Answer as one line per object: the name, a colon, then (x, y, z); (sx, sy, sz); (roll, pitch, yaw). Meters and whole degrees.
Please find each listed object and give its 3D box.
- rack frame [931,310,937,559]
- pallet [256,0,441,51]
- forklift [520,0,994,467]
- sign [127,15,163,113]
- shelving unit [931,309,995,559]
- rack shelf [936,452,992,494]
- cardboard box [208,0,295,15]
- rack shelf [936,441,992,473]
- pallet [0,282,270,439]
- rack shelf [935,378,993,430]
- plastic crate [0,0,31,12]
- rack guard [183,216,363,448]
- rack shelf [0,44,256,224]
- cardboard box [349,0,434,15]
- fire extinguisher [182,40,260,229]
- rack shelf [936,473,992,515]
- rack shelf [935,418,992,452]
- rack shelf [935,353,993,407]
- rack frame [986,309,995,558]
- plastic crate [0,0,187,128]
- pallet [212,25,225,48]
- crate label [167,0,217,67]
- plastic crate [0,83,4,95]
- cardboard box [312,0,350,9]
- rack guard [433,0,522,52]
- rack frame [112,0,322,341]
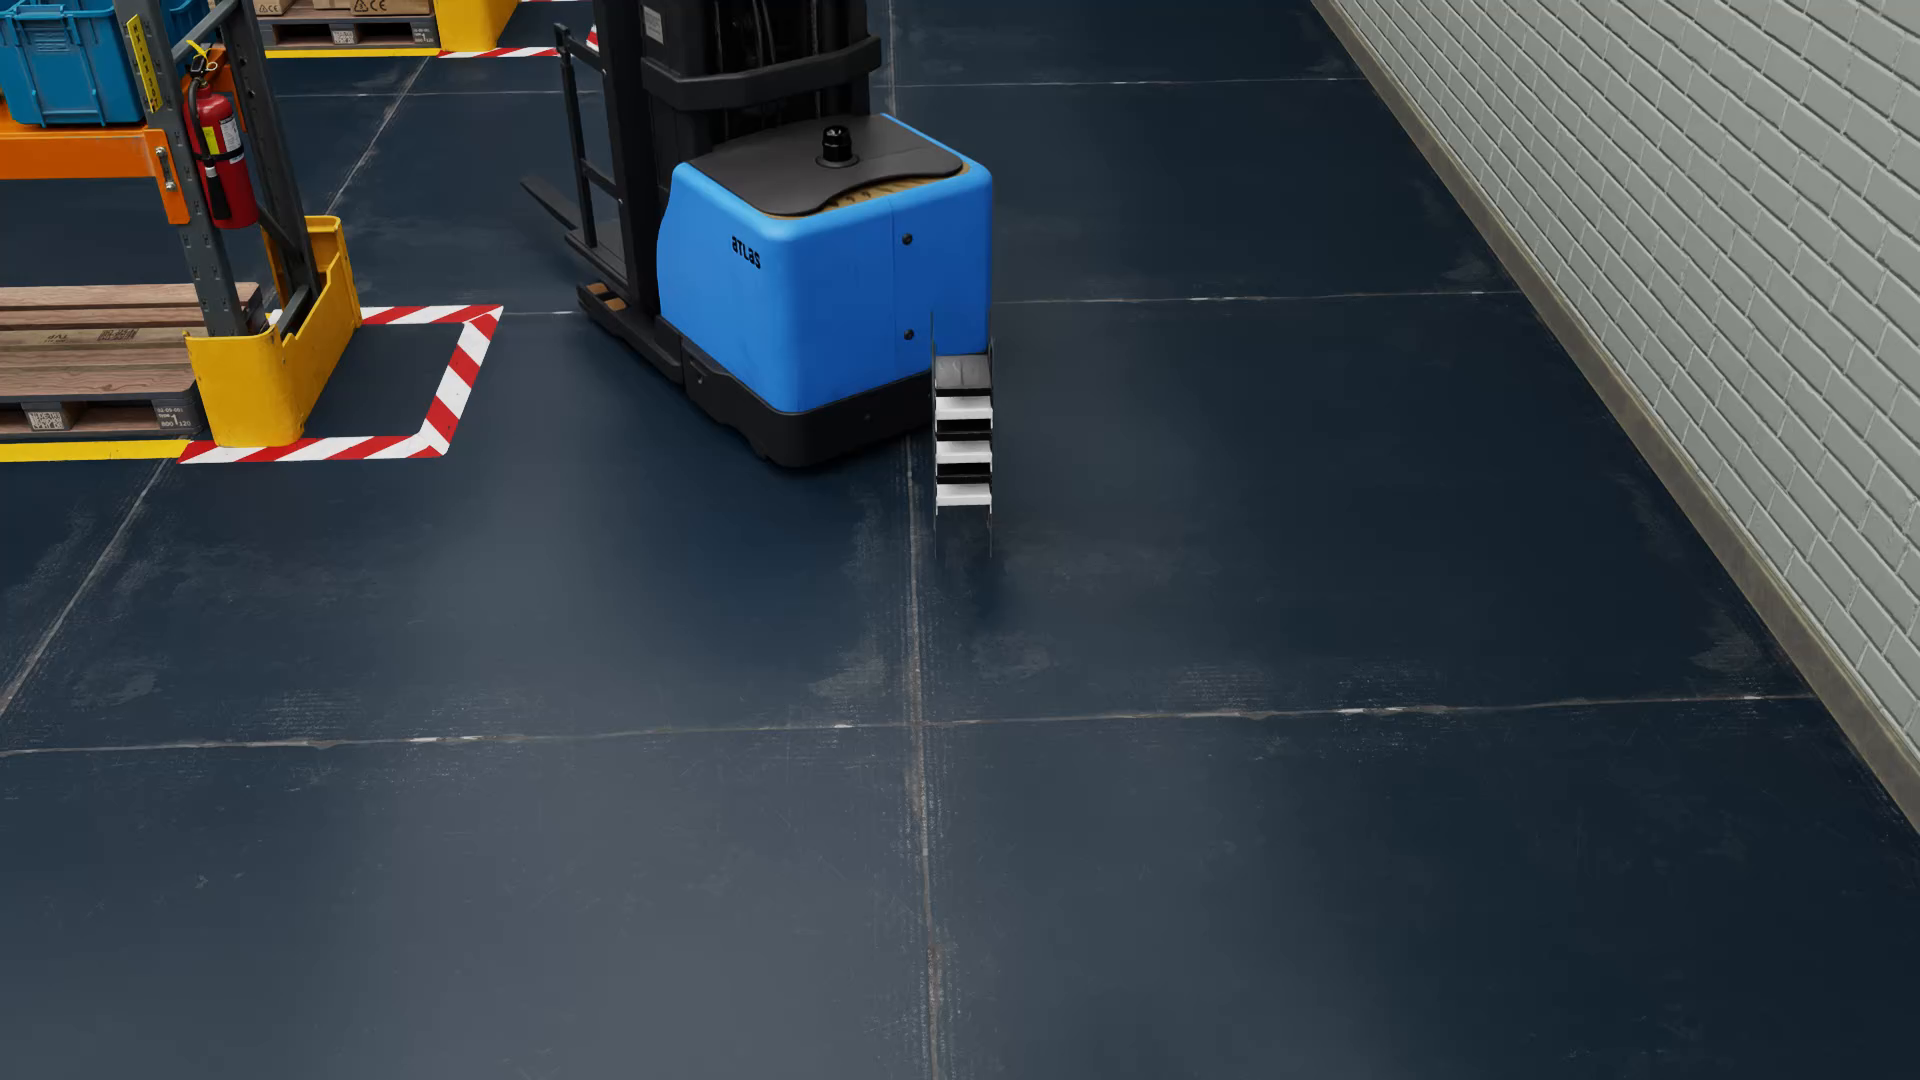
rack frame: (-0.093, -0.367, 5.990); (0.006, 0.900, 0.240); (-2, 35, -2)
pallet: (-4.043, -3.582, 11.240); (1.213, 0.211, 1.003); (-2, 35, -2)
forklift: (-1.115, -2.284, 6.974); (1.130, 2.935, 3.031); (-22, 40, -28)
sign: (-2.898, -1.692, 5.915); (0.005, 0.325, 0.100); (-2, 35, -2)
shelving unit: (0.008, -0.370, 5.994); (0.210, 0.900, 0.258); (-2, 35, -2)
rack shelf: (0.008, -0.269, 6.064); (0.200, 0.077, 0.258); (-2, 35, -2)
cardboard box: (-4.653, -3.640, 10.903); (0.500, 0.250, 0.500); (-2, 35, -2)
rack shelf: (0.008, -0.343, 6.013); (0.200, 0.077, 0.258); (-2, 35, -2)
pallet: (-3.766, -0.790, 7.206); (1.213, 0.211, 1.003); (-2, 35, -2)
rack shelf: (0.008, -0.491, 5.911); (0.200, 0.077, 0.258); (-2, 35, -2)
plastic crate: (-3.860, -2.055, 6.679); (0.300, 0.233, 0.416); (-2, 35, -2)
rack guard: (-2.917, -0.917, 7.136); (0.348, 0.500, 1.175); (-2, 35, -2)
rack shelf: (-4.938, -1.587, 6.540); (4.000, 0.370, 1.077); (-2, 35, -2)
cardboard box: (-3.703, -3.751, 10.844); (0.500, 0.500, 0.500); (-2, 35, -2)
fire extinguisher: (-2.768, -1.497, 6.174); (0.183, 0.674, 0.296); (-2, 35, -2)
rack shelf: (0.008, -0.195, 6.116); (0.200, 0.077, 0.258); (-2, 35, -2)
rack shelf: (0.008, -0.417, 5.962); (0.200, 0.077, 0.258); (-2, 35, -2)
rack shelf: (0.008, -0.565, 5.860); (0.200, 0.077, 0.258); (-2, 35, -2)
rack frame: (0.110, -0.373, 5.998); (0.006, 0.900, 0.240); (-2, 35, -2)
plastic crate: (-3.266, -1.861, 6.219); (0.499, 0.435, 0.616); (-2, 35, -2)
pallet: (-5.259, -3.551, 11.195); (1.213, 0.211, 1.003); (-2, 35, -2)
crate label: (-3.203, -2.073, 6.704); (0.303, 0.233, 0.416); (-2, 35, -2)
plastic crate: (-3.746, -1.728, 6.290); (0.243, 0.136, 0.396); (-2, 35, -2)
cardboard box: (-4.112, -3.654, 10.997); (0.250, 0.166, 0.380); (-2, 35, -2)
rack guard: (-3.247, -3.723, 11.190); (0.348, 0.500, 1.175); (-2, 35, -2)
rack frame: (-2.940, -1.937, 6.413); (0.127, 3.000, 1.000); (-2, 35, -2)
